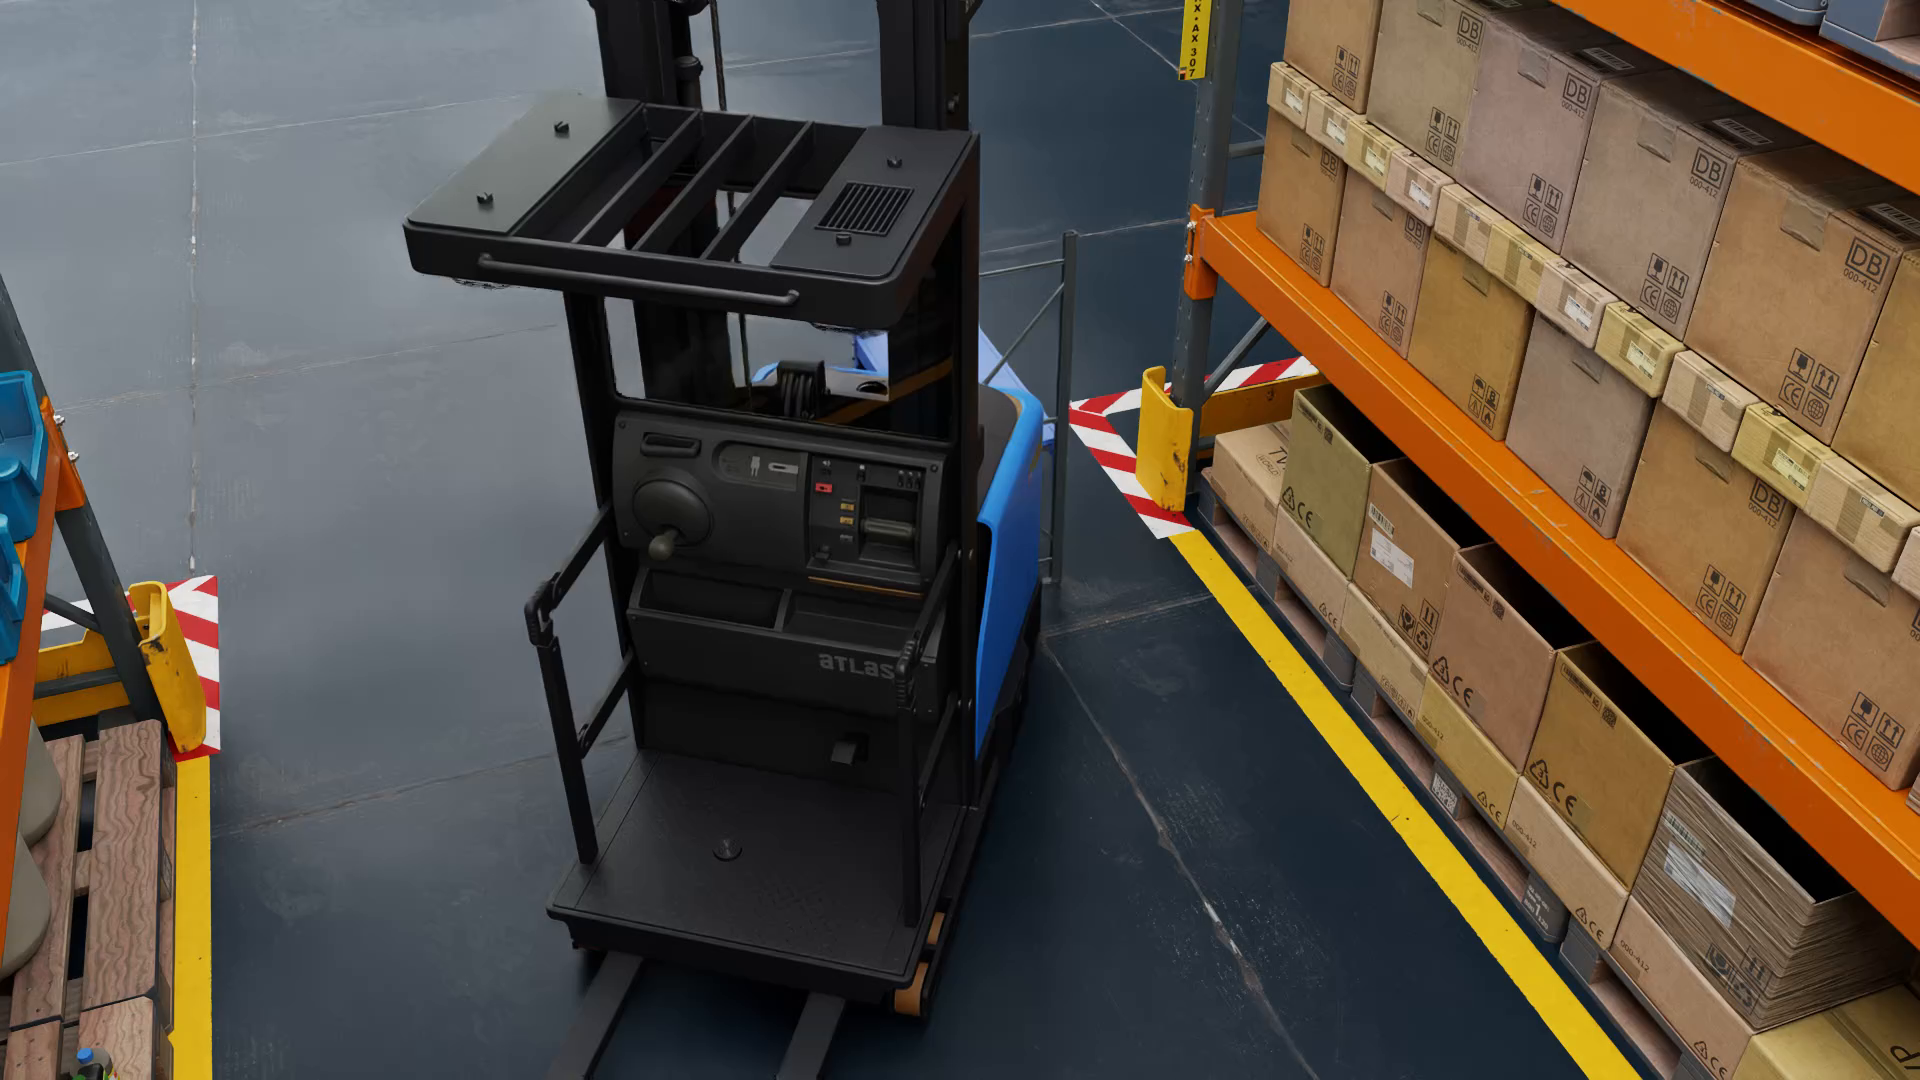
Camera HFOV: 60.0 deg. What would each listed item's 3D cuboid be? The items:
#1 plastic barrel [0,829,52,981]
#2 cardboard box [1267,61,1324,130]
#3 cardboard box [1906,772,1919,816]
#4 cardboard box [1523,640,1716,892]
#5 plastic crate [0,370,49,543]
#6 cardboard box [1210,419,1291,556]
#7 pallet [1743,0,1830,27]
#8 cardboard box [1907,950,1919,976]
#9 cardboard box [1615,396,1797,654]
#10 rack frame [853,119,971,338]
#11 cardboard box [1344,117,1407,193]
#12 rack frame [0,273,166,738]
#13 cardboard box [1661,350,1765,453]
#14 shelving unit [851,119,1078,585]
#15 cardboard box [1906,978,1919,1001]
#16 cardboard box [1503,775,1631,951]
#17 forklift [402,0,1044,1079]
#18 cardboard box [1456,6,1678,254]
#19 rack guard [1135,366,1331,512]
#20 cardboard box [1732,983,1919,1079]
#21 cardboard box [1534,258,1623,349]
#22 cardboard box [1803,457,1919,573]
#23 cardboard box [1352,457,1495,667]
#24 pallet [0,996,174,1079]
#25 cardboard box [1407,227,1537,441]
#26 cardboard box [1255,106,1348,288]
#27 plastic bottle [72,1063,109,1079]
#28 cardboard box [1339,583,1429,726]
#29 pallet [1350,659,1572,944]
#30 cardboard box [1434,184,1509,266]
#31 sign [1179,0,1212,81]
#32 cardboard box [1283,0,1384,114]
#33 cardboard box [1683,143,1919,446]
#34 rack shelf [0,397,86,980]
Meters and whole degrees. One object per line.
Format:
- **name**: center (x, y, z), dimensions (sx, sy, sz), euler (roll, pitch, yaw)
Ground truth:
- **plastic barrel**: center (-2.833, 0.982, 4.672), dimensions (0.421, 0.512, 0.421), euler (0, 37, 0)
- **cardboard box**: center (1.281, -1.540, 5.679), dimensions (0.380, 0.149, 0.250), euler (-13, 39, -16)
- **cardboard box**: center (2.566, 0.464, 3.558), dimensions (0.700, 0.500, 0.500), euler (-13, 39, -17)
- **cardboard box**: center (2.023, 0.601, 4.773), dimensions (0.500, 0.500, 0.500), euler (-12, 39, -16)
- **plastic crate**: center (-2.851, -0.203, 4.650), dimensions (0.499, 0.251, 0.616), euler (-12, 39, -16)
- **cardboard box**: center (1.324, -0.227, 6.495), dimensions (0.500, 0.250, 0.500), euler (-12, 39, -16)
- **pallet**: center (1.991, -1.574, 3.928), dimensions (1.003, 0.211, 1.213), euler (-12, 39, -16)
- **cardboard box**: center (2.679, 0.776, 4.539), dimensions (0.500, 0.500, 0.500), euler (-12, 39, -16)
- **cardboard box**: center (2.209, -0.117, 4.329), dimensions (0.700, 0.500, 0.500), euler (-12, 39, -15)
- **rack frame**: center (-0.196, -0.968, 6.789), dimensions (0.500, 1.500, 0.032), euler (-13, 39, -16)
- **cardboard box**: center (1.459, -1.250, 5.294), dimensions (0.380, 0.149, 0.250), euler (-12, 39, -16)
- **rack frame**: center (-3.304, -0.483, 4.899), dimensions (1.000, 3.000, 0.127), euler (-12, 39, -16)
- **cardboard box**: center (1.994, -0.373, 4.130), dimensions (0.380, 0.149, 0.250), euler (-11, 38, -15)
- **shelving unit**: center (-0.018, -0.682, 6.409), dimensions (0.538, 1.500, 1.048), euler (-13, 39, -16)
- **cardboard box**: center (2.850, 1.359, 4.389), dimensions (0.500, 0.250, 0.500), euler (-12, 39, -16)
- **cardboard box**: center (2.011, 0.903, 4.995), dimensions (0.500, 0.250, 0.500), euler (-12, 39, -16)
- **forklift**: center (-0.551, -0.030, 4.354), dimensions (1.130, 2.935, 3.031), euler (8, 38, 11)
- **cardboard box**: center (1.875, -1.188, 4.673), dimensions (0.700, 0.500, 0.500), euler (-12, 39, -16)
- **rack guard**: center (1.340, -0.522, 7.027), dimensions (1.175, 0.500, 0.348), euler (-12, 39, -16)
- **cardboard box**: center (2.360, 1.467, 4.246), dimensions (0.500, 0.250, 0.500), euler (-12, 39, -16)
- **cardboard box**: center (1.809, -0.671, 4.526), dimensions (0.380, 0.149, 0.250), euler (-12, 39, -16)
- **cardboard box**: center (2.163, -0.091, 3.756), dimensions (0.380, 0.149, 0.250), euler (-13, 39, -16)
- **cardboard box**: center (1.682, 0.035, 5.523), dimensions (0.500, 0.500, 0.500), euler (-12, 39, -16)
- **pallet**: center (-2.543, 1.812, 4.169), dimensions (1.003, 0.211, 1.213), euler (-12, 39, -16)
- **cardboard box**: center (1.847, -0.703, 5.107), dimensions (0.700, 0.500, 0.500), euler (-12, 39, -16)
- **cardboard box**: center (1.497, -1.280, 5.874), dimensions (0.700, 0.500, 0.500), euler (-12, 39, -16)
- **plastic bottle**: center (-2.203, 1.435, 4.244), dimensions (0.061, 0.283, 0.133), euler (-12, 38, -15)
- **cardboard box**: center (1.671, 0.337, 5.746), dimensions (0.500, 0.250, 0.500), euler (-12, 39, -16)
- **pallet**: center (2.067, 0.718, 5.621), dimensions (1.003, 0.211, 1.213), euler (-12, 39, -16)
- **cardboard box**: center (1.638, -0.957, 4.905), dimensions (0.380, 0.149, 0.250), euler (-14, 39, -17)
- **sign**: center (0.825, -1.773, 5.825), dimensions (0.100, 0.325, 0.005), euler (-12, 39, -16)
- **cardboard box**: center (1.515, -1.769, 5.444), dimensions (0.700, 0.500, 0.500), euler (-12, 39, -16)
- **cardboard box**: center (2.219, -0.623, 3.922), dimensions (0.700, 0.500, 0.500), euler (-12, 39, -16)
- **rack shelf**: center (-2.616, 0.934, 3.615), dimensions (1.077, 0.370, 4.000), euler (-12, 39, -16)
